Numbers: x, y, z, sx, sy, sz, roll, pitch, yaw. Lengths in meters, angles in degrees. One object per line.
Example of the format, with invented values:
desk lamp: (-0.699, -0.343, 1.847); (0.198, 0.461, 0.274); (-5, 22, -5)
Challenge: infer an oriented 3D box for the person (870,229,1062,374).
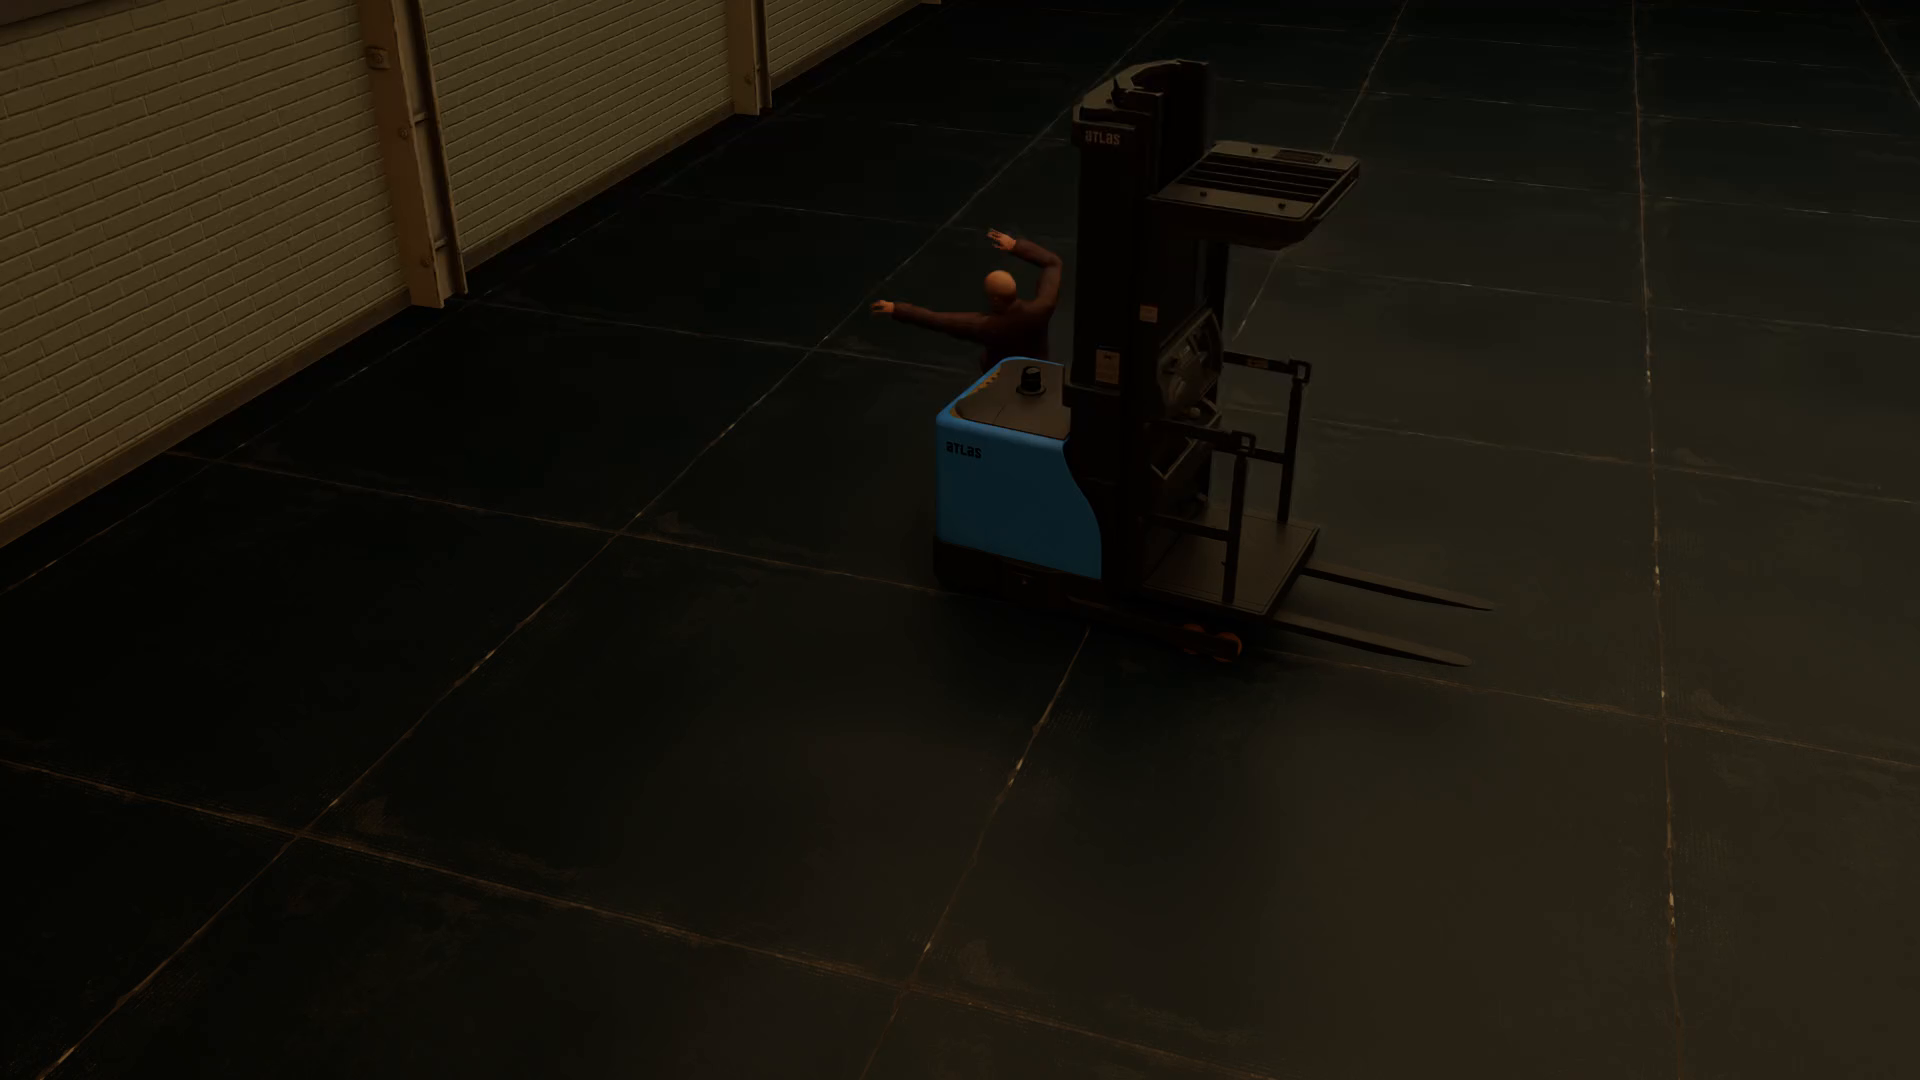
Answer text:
person: (0.075, -1.187, 10.596); (1.170, 1.639, 0.886); (5, 30, 8)

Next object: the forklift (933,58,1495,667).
forklift: (1.399, -0.913, 8.738); (3.031, 2.935, 1.130); (14, 32, 23)
